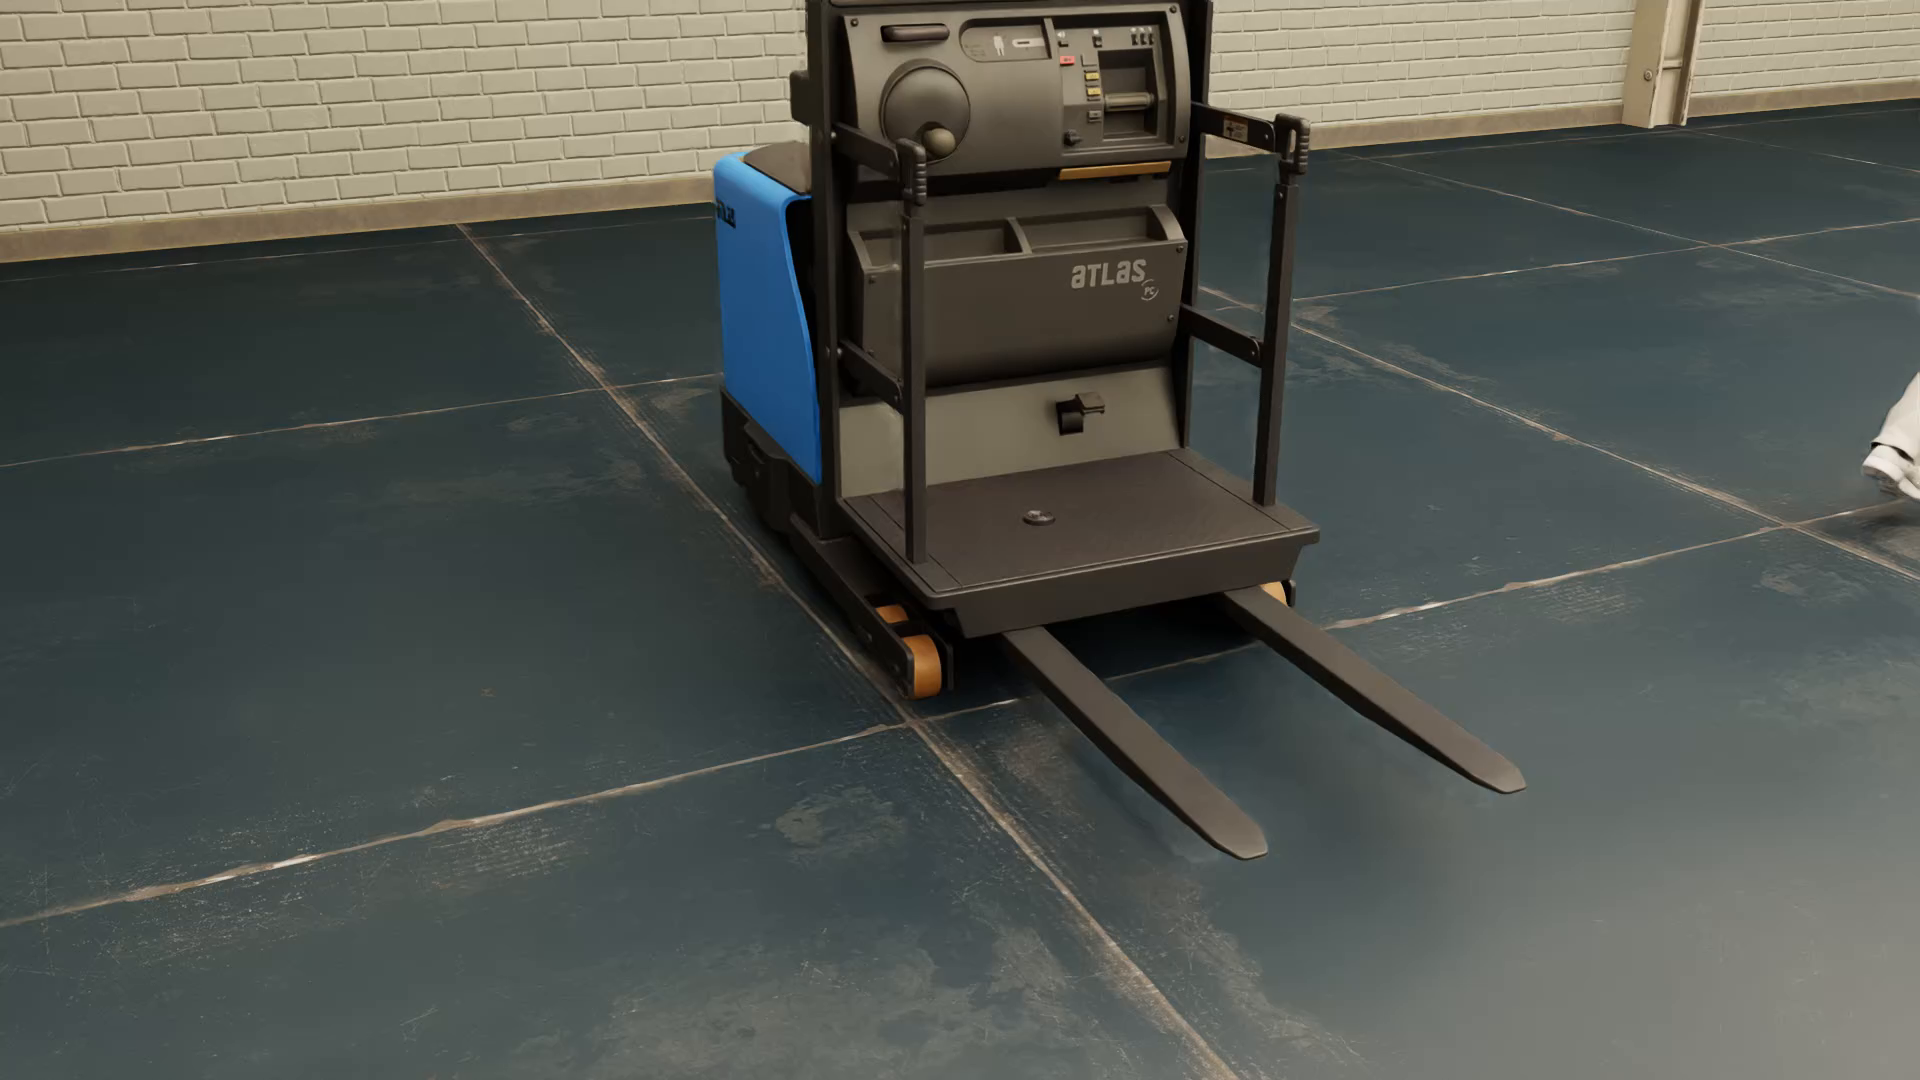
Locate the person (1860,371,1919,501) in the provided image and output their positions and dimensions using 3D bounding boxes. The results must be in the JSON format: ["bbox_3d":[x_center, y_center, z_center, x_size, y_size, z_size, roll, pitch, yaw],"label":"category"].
[{"bbox_3d":[3.153,-0.860,4.890,0.697,1.762,0.880,-10,25,-24],"label":"person"}]

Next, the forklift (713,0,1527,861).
[{"bbox_3d":[0.244,-1.138,4.027,1.130,2.935,3.031,-9,24,-21],"label":"forklift"}]
